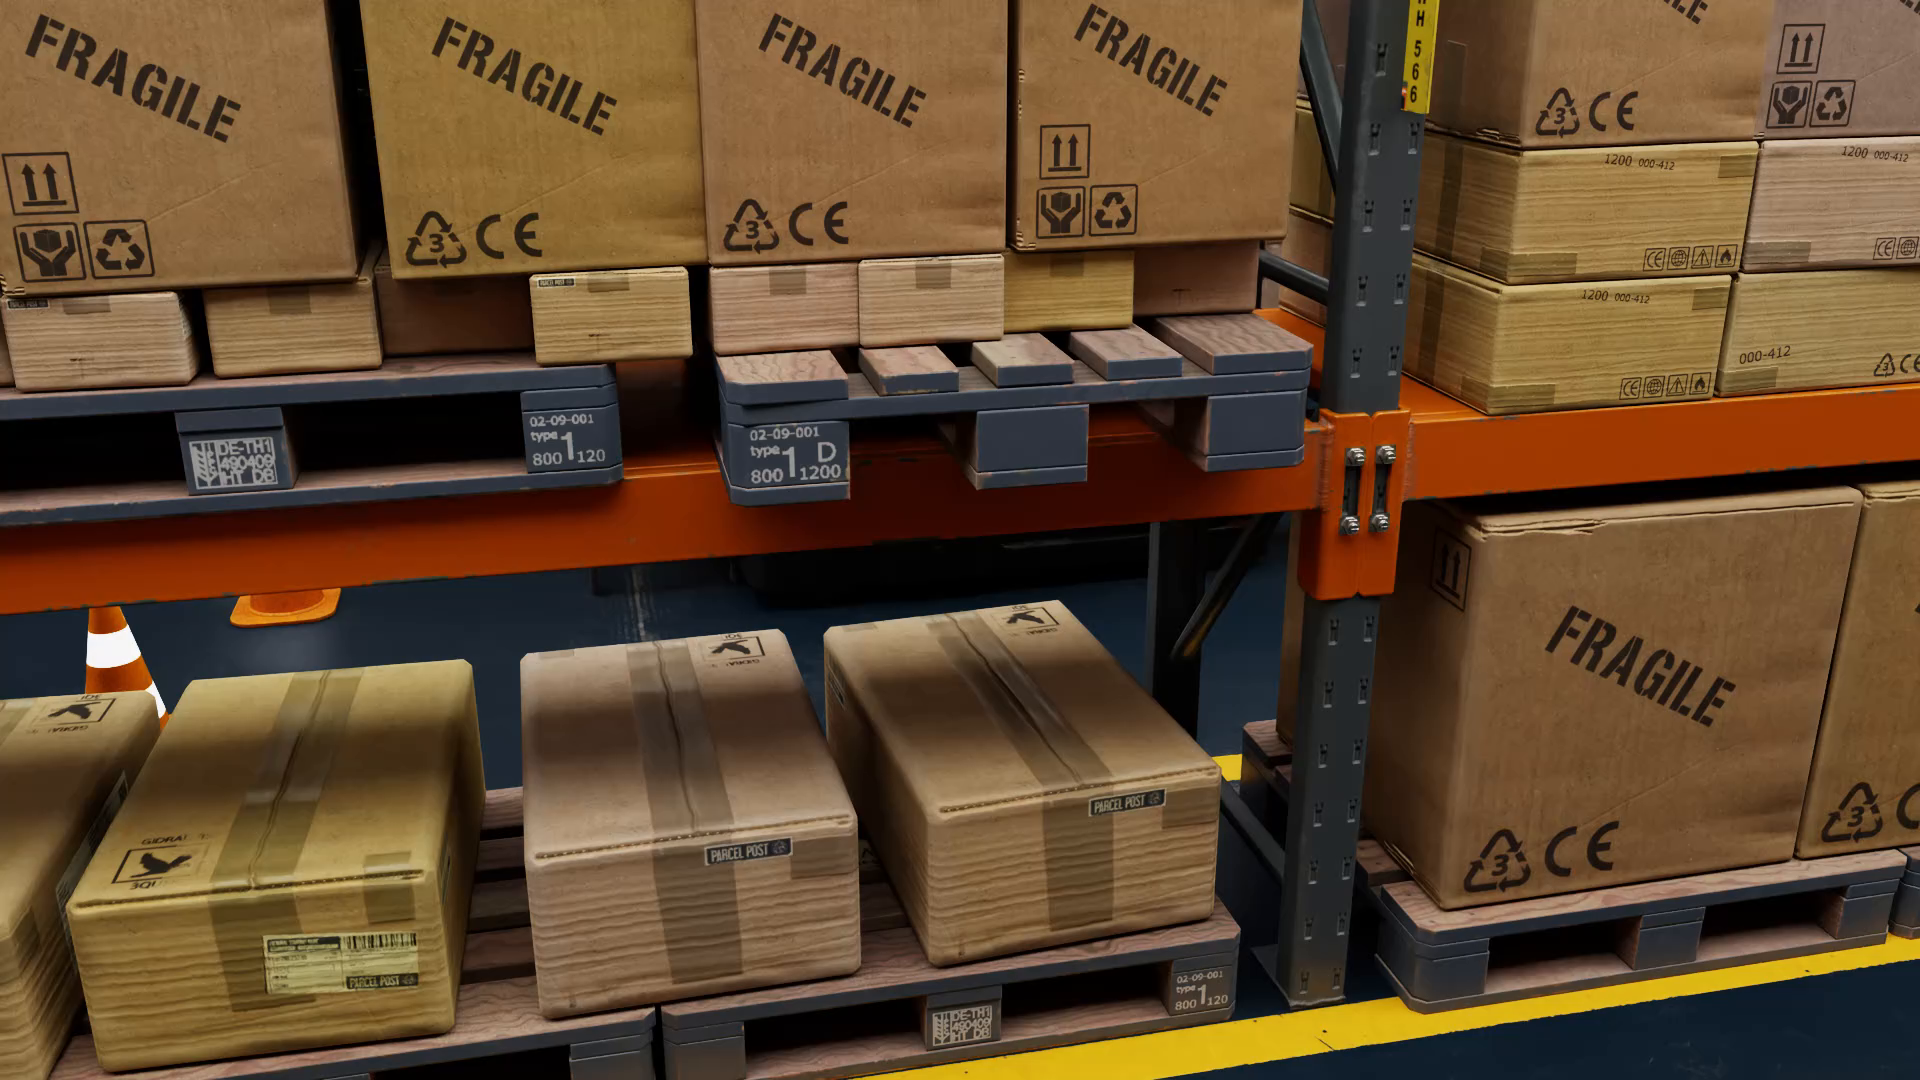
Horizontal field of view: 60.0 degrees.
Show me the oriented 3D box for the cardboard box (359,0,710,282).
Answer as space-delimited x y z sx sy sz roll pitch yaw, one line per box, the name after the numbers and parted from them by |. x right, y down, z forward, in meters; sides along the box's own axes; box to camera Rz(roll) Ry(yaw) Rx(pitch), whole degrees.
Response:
-0.716 -0.741 2.789 0.500 0.500 0.500 -6 21 -16 | cardboard box

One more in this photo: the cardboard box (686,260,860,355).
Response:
-0.337 -0.448 2.932 0.250 0.149 0.380 -6 21 -15 | cardboard box

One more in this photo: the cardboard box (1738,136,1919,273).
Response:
1.707 -0.734 3.448 0.500 0.250 0.500 -4 21 -11 | cardboard box

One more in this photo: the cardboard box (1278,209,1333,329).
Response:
1.086 -0.628 3.886 0.500 0.250 0.500 -5 21 -14 | cardboard box

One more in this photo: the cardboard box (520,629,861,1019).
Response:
-0.615 0.568 3.613 0.625 0.372 0.950 -5 21 -14 | cardboard box

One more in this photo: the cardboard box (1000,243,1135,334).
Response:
0.145 -0.500 3.074 0.250 0.149 0.380 -4 21 -12 | cardboard box

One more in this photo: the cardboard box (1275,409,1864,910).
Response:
1.345 0.202 3.880 0.875 0.875 0.875 -5 21 -13 | cardboard box

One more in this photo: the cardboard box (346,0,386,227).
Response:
-1.347 -0.872 3.146 0.500 0.500 0.500 -5 21 -15 | cardboard box

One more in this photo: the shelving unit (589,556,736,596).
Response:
-1.089 -0.879 5.662 0.503 2.100 0.431 -5 21 -14 | shelving unit

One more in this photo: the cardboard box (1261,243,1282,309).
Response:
1.647 -1.338 8.629 0.500 0.500 0.500 -5 21 -14 | cardboard box

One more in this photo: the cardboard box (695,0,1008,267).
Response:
-0.225 -0.782 2.899 0.500 0.500 0.500 -5 21 -13 | cardboard box

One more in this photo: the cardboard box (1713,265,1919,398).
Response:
1.684 -0.502 3.542 0.500 0.250 0.500 -5 21 -14 | cardboard box

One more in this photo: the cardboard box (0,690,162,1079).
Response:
-2.030 0.682 3.303 0.625 0.372 0.950 -3 20 -9 | cardboard box

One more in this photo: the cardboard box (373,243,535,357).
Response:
-0.875 -0.444 2.921 0.250 0.149 0.380 -4 21 -12 | cardboard box

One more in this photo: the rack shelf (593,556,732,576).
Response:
-1.089 -0.209 5.907 0.480 0.518 0.431 -5 21 -14 | rack shelf

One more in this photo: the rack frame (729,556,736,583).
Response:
-0.854 -0.901 5.723 0.015 2.100 0.400 -5 21 -14 | rack frame

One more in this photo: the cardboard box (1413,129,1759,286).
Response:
1.204 -0.693 3.337 0.500 0.250 0.500 -5 21 -13 | cardboard box

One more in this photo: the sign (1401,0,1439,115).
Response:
0.788 -0.897 2.834 0.005 0.325 0.100 -5 21 -12 | sign

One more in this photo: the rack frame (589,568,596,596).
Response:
-1.325 -0.857 5.601 0.015 2.100 0.400 -5 21 -14 | rack frame

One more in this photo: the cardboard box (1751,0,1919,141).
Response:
1.671 -1.087 3.323 0.500 0.500 0.500 -5 21 -12 | cardboard box

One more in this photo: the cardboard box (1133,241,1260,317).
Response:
0.389 -0.546 3.198 0.250 0.149 0.380 -4 20 -10 | cardboard box

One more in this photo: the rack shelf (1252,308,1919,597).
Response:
2.600 -0.392 4.069 4.000 0.370 1.077 -5 21 -12 | rack shelf

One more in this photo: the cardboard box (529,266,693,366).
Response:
-0.602 -0.422 2.860 0.250 0.149 0.380 -4 21 -12 | cardboard box

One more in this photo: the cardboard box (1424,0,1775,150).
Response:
1.190 -1.045 3.207 0.500 0.500 0.500 -5 21 -14 | cardboard box

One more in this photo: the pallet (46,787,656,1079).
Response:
-1.292 0.895 3.565 1.213 0.211 1.003 -5 21 -12 | pallet

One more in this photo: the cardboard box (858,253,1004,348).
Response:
-0.090 -0.465 2.979 0.250 0.149 0.380 -5 21 -13 | cardboard box

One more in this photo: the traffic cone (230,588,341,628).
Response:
-2.302 0.012 5.609 0.334 0.463 0.336 -5 21 -12 | traffic cone

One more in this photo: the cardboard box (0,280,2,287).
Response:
-1.745 -0.654 2.551 0.500 0.500 0.500 -5 21 -13 | cardboard box

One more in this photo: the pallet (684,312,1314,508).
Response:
-0.015 -0.389 3.295 1.003 0.211 1.213 -5 21 -12 | pallet

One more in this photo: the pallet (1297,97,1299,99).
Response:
1.333 -2.301 8.513 1.213 0.211 1.003 -5 21 -12 | pallet

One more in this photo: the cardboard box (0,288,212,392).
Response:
-1.353 -0.366 2.707 0.250 0.149 0.380 -4 20 -10 | cardboard box

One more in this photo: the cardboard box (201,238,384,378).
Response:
-1.101 -0.397 2.791 0.250 0.149 0.380 -5 21 -14 | cardboard box

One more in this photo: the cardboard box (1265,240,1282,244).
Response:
1.628 -1.686 8.490 0.500 0.250 0.500 -6 21 -15 | cardboard box

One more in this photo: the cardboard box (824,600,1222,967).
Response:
0.102 0.507 3.780 0.625 0.372 0.950 -6 21 -16 | cardboard box

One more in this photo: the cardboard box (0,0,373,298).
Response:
-1.247 -0.698 2.672 0.500 0.500 0.500 -6 21 -15 | cardboard box

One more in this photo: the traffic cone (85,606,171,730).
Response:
-2.354 0.370 4.633 0.334 0.463 0.336 -5 21 -12 | traffic cone

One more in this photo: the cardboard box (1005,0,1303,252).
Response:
0.275 -0.826 3.020 0.500 0.500 0.500 -5 21 -14 | cardboard box

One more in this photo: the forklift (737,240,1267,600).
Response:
0.624 -1.435 5.971 3.031 2.935 1.130 -5 21 -14 | forklift

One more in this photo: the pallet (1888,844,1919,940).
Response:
2.623 0.605 4.355 1.213 0.211 1.003 -5 21 -12 | pallet

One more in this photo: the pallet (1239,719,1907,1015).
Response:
1.438 0.701 4.094 1.213 0.211 1.003 -5 21 -12 | pallet

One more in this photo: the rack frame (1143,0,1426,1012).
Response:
0.654 -0.571 3.513 0.127 3.000 1.000 -5 21 -12 | rack frame

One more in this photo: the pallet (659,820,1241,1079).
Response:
-0.107 0.799 3.825 1.213 0.211 1.003 -5 21 -12 | pallet

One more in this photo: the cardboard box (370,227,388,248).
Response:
-1.020 -0.574 3.276 0.250 0.149 0.380 -4 20 -10 | cardboard box

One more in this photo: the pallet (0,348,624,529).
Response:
-1.263 -0.311 3.081 1.213 0.211 1.003 -5 21 -12 | pallet

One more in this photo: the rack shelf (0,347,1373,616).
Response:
-1.292 -0.075 3.205 4.000 0.370 1.077 -5 21 -12 | rack shelf

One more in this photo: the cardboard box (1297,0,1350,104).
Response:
1.097 -1.216 3.675 0.500 0.500 0.500 -5 21 -14 | cardboard box

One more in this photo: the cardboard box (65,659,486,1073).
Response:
-1.354 0.626 3.455 0.625 0.372 0.950 -4 20 -11 | cardboard box

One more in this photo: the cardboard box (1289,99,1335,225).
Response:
1.067 -0.859 3.790 0.500 0.250 0.500 -5 21 -13 | cardboard box

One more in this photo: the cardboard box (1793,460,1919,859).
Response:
2.214 0.133 4.069 0.875 0.875 0.875 -4 21 -12 | cardboard box

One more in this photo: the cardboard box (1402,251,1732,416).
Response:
1.188 -0.455 3.415 0.500 0.250 0.500 -5 21 -13 | cardboard box

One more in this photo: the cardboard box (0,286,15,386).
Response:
-1.624 -0.362 2.697 0.250 0.149 0.380 -4 21 -12 | cardboard box
